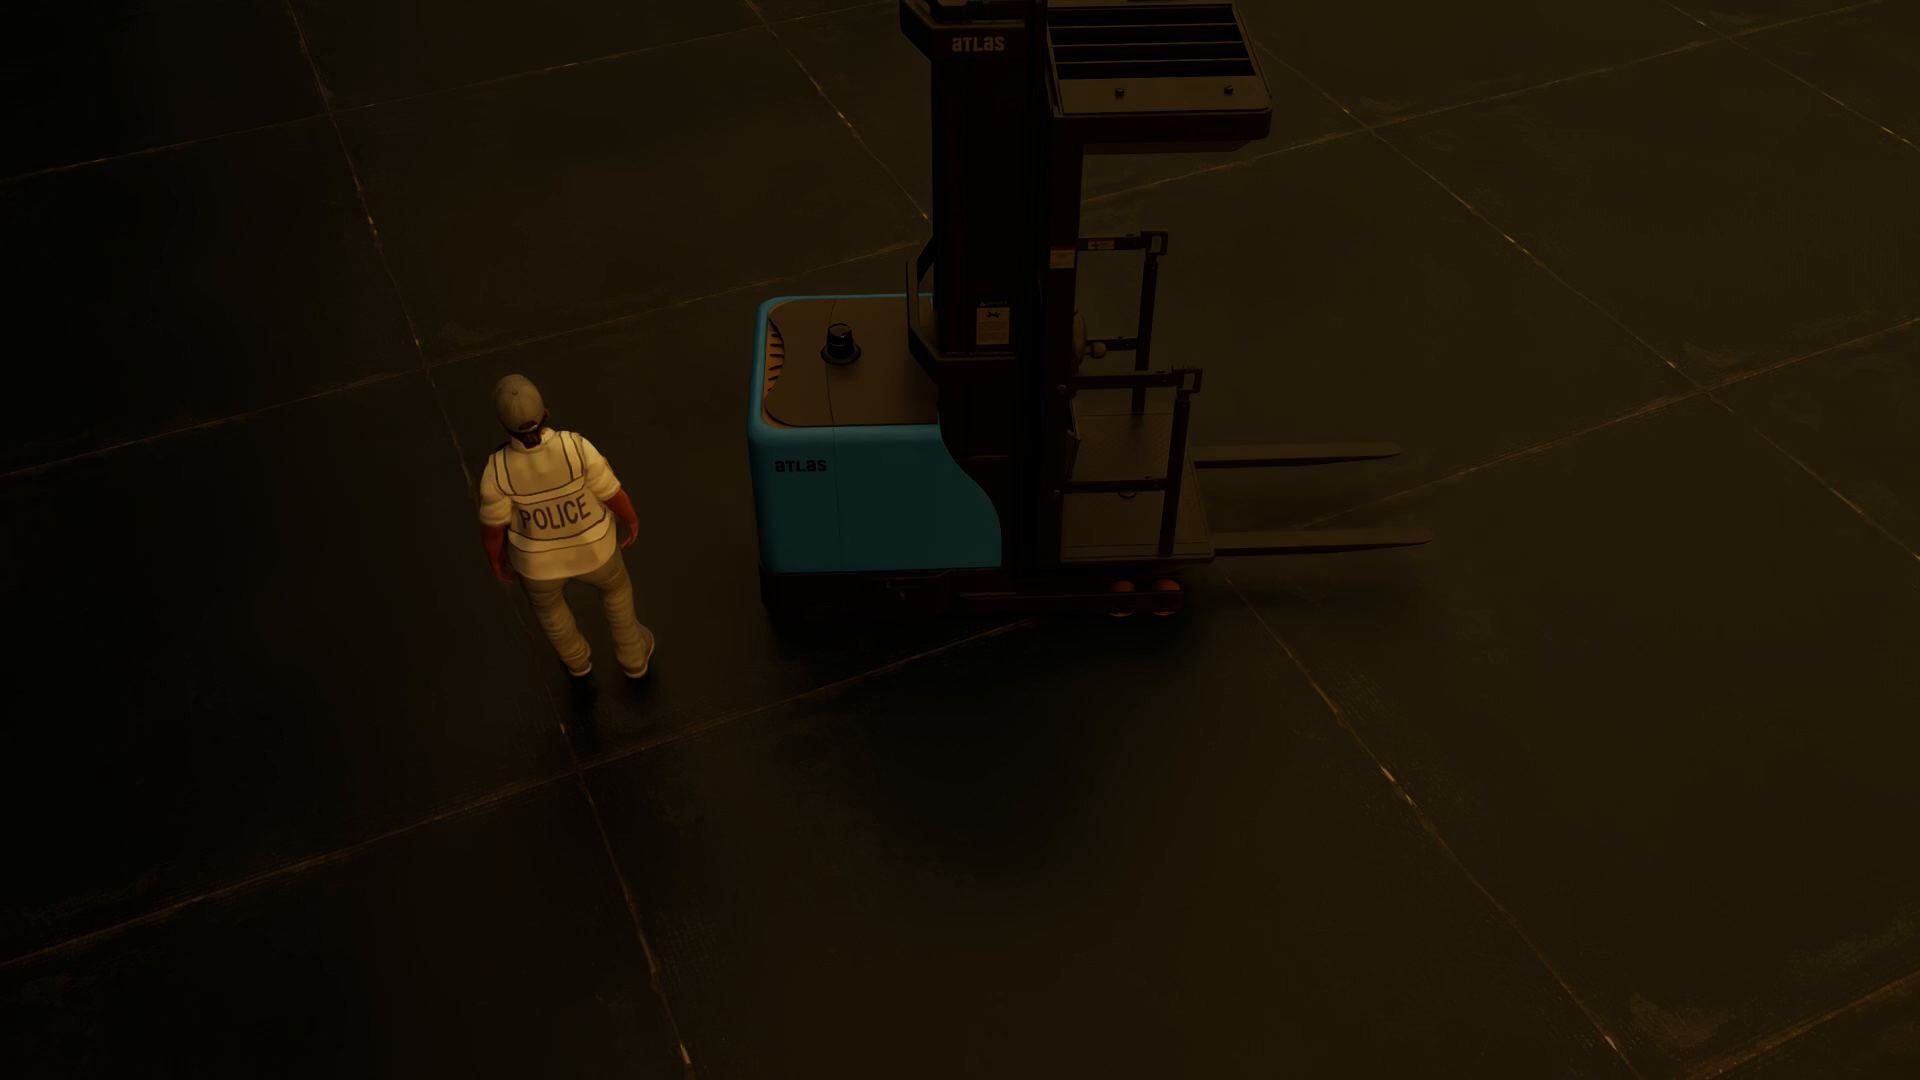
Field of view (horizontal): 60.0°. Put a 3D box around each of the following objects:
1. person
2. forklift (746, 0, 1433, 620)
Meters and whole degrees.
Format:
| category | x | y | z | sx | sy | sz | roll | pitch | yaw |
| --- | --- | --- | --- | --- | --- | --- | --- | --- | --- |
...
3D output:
| category | x | y | z | sx | sy | sz | roll | pitch | yaw |
| --- | --- | --- | --- | --- | --- | --- | --- | --- | --- |
| person | -1.594 | -0.033 | 6.653 | 0.600 | 1.657 | 0.549 | -12 | 44 | -13 |
| forklift | 0.610 | -1.090 | 6.848 | 3.031 | 2.935 | 1.130 | -2 | 43 | -2 |
